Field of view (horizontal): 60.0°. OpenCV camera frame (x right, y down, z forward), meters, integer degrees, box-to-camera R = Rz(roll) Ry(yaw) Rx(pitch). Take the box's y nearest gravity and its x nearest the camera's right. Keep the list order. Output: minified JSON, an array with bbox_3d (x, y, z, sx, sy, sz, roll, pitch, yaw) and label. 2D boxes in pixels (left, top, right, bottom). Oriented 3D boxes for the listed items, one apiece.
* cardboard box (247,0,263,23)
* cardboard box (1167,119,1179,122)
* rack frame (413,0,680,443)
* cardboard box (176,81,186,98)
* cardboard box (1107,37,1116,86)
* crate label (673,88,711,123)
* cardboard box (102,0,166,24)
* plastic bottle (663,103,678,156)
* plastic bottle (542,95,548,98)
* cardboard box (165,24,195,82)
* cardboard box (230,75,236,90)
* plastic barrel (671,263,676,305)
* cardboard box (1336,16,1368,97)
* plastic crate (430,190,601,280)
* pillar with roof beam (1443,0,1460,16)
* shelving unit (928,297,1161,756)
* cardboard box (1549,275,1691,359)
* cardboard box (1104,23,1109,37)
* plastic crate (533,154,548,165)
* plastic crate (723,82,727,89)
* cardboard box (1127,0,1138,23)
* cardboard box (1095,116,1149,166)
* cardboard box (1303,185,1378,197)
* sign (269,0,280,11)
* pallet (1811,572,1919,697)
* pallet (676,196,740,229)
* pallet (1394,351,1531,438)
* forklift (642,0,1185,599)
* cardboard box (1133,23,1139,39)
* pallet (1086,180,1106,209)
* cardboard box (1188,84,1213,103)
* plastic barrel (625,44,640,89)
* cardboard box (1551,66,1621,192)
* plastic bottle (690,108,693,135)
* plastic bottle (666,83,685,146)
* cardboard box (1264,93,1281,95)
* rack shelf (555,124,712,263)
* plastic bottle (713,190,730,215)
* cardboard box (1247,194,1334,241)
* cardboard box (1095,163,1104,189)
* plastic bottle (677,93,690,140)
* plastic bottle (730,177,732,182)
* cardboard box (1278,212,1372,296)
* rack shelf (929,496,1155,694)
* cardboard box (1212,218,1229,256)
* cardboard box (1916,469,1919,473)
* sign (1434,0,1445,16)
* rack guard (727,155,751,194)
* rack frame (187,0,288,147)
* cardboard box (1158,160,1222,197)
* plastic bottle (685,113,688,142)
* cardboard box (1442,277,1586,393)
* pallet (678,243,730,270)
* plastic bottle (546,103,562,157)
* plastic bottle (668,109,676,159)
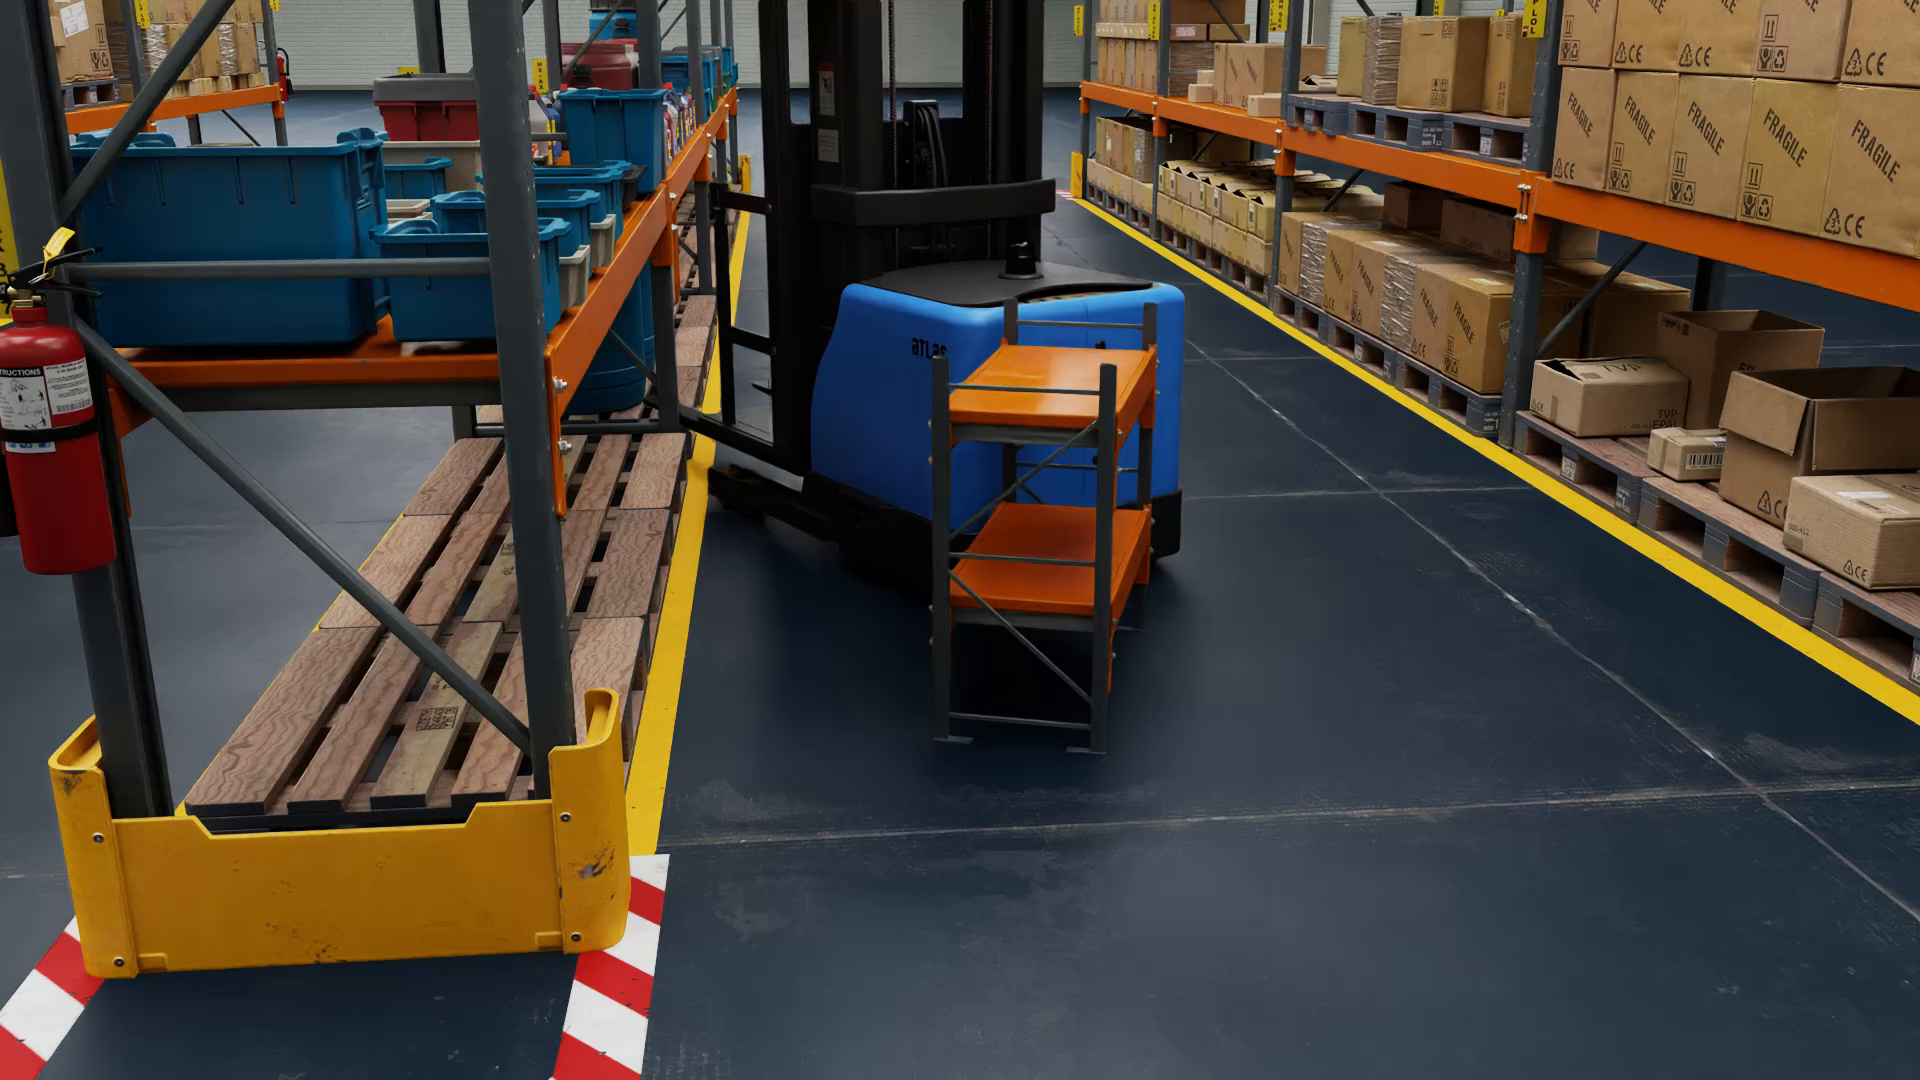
[{"bbox_3d":[-7.652,-5.672,17.404,0.500,0.500,0.500,-2,18,-6],"label":"cardboard box"},{"bbox_3d":[2.369,-4.265,17.892,0.500,0.500,0.500,-2,18,-6],"label":"cardboard box"},{"bbox_3d":[-1.790,-1.740,7.211,1.000,3.000,0.127,-2,18,-6],"label":"rack frame"},{"bbox_3d":[-7.366,-4.146,15.296,0.380,0.149,0.250,-2,18,-6],"label":"cardboard box"},{"bbox_3d":[1.994,-5.219,18.125,0.700,0.500,0.500,-1,17,-4],"label":"cardboard box"},{"bbox_3d":[-1.873,-2.989,11.468,0.303,0.233,0.416,-2,18,-6],"label":"crate label"},{"bbox_3d":[-7.335,-4.779,14.558,0.500,0.500,0.500,-2,18,-6],"label":"cardboard box"},{"bbox_3d":[-1.578,-2.175,8.805,0.152,0.276,0.135,-2,18,-6],"label":"plastic bottle"},{"bbox_3d":[-2.409,-2.449,9.686,0.097,0.271,0.097,0,17,0],"label":"plastic bottle"},{"bbox_3d":[-7.543,-4.446,15.167,0.875,0.500,0.500,-2,18,-6],"label":"cardboard box"},{"bbox_3d":[-7.622,-4.665,16.949,0.380,0.149,0.250,-2,18,-6],"label":"cardboard box"},{"bbox_3d":[-1.988,-1.634,10.327,0.421,0.512,0.421,0,17,0],"label":"plastic barrel"},{"bbox_3d":[2.902,-3.147,10.826,0.700,0.500,0.500,-8,19,-24],"label":"cardboard box"},{"bbox_3d":[-1.143,-0.777,4.322,0.416,0.233,0.300,-2,18,-6],"label":"plastic crate"},{"bbox_3d":[2.858,-9.956,23.366,9.100,9.000,0.400,-2,18,-6],"label":"pillar with roof beam"},{"bbox_3d":[0.281,-0.092,5.092,0.538,1.125,1.048,4,18,12],"label":"shelving unit"},{"bbox_3d":[3.330,-1.061,8.486,0.500,0.500,0.500,-3,18,-8],"label":"cardboard box"},{"bbox_3d":[1.780,-5.547,18.090,0.380,0.149,0.250,-2,18,-5],"label":"cardboard box"},{"bbox_3d":[-1.884,-1.499,6.785,0.396,0.136,0.243,-2,18,-6],"label":"plastic crate"},{"bbox_3d":[-2.543,-4.253,15.321,0.767,0.338,0.504,-2,18,-6],"label":"plastic crate"},{"bbox_3d":[2.105,-5.522,16.926,0.700,0.500,0.500,-2,18,-6],"label":"cardboard box"},{"bbox_3d":[1.787,-4.398,18.314,0.500,0.500,0.500,-2,18,-6],"label":"cardboard box"},{"bbox_3d":[2.900,-2.561,12.779,0.500,0.311,0.500,-2,18,-7],"label":"cardboard box"},{"bbox_3d":[-7.400,-5.876,17.926,0.100,0.325,0.005,-2,18,-6],"label":"sign"},{"bbox_3d":[3.459,0.371,5.145,1.003,0.211,1.213,-2,18,-6],"label":"pallet"},{"bbox_3d":[-2.772,-3.358,17.022,1.003,0.211,1.213,-2,18,-6],"label":"pallet"},{"bbox_3d":[3.016,-0.802,8.880,1.003,0.211,1.213,-2,18,-6],"label":"pallet"},{"bbox_3d":[-0.423,-1.571,6.787,1.130,2.935,3.031,-12,21,-33],"label":"forklift"},{"bbox_3d":[1.942,-5.085,16.616,0.380,0.149,0.250,-1,17,-4],"label":"cardboard box"},{"bbox_3d":[2.020,-3.910,18.778,1.003,0.211,1.213,-2,18,-6],"label":"pallet"},{"bbox_3d":[2.200,-3.885,14.463,0.380,0.149,0.250,-2,18,-6],"label":"cardboard box"},{"bbox_3d":[-2.565,-3.410,12.345,0.421,0.512,0.421,0,17,0],"label":"plastic barrel"},{"bbox_3d":[2.919,-1.779,7.169,0.500,0.500,0.500,-1,17,-4],"label":"cardboard box"},{"bbox_3d":[-1.719,-2.626,10.364,0.097,0.201,0.097,0,17,0],"label":"plastic bottle"},{"bbox_3d":[-1.644,-2.411,9.432,0.144,0.351,0.185,-2,18,-6],"label":"plastic bottle"},{"bbox_3d":[2.537,-3.342,12.733,0.380,0.149,0.250,0,17,-2],"label":"cardboard box"},{"bbox_3d":[-1.996,-1.992,9.216,1.077,0.370,4.000,-2,18,-6],"label":"rack shelf"},{"bbox_3d":[-2.272,-3.238,15.794,0.152,0.276,0.135,-1,17,-4],"label":"plastic bottle"},{"bbox_3d":[2.426,-2.388,12.228,0.500,0.311,0.500,-1,17,-4],"label":"cardboard box"},{"bbox_3d":[1.789,-4.040,18.426,0.500,0.250,0.500,-2,18,-6],"label":"cardboard box"},{"bbox_3d":[-1.679,-2.543,9.984,0.097,0.271,0.097,0,17,0],"label":"plastic bottle"},{"bbox_3d":[-2.389,-3.574,16.867,0.152,0.276,0.135,-2,18,-7],"label":"plastic bottle"},{"bbox_3d":[2.487,-1.956,11.339,0.500,0.500,0.500,-1,17,-3],"label":"cardboard box"},{"bbox_3d":[0.281,0.141,5.165,0.538,0.278,1.000,4,18,12],"label":"rack shelf"},{"bbox_3d":[2.322,-2.424,13.281,0.500,0.250,0.500,-1,17,-4],"label":"cardboard box"},{"bbox_3d":[3.673,-0.067,5.737,0.500,0.250,0.500,-2,18,-6],"label":"cardboard box"},{"bbox_3d":[3.264,-3.618,11.391,0.100,0.325,0.005,-2,18,-6],"label":"sign"},{"bbox_3d":[-2.973,-4.101,18.905,1.175,0.500,0.348,-2,18,-6],"label":"rack guard"},{"bbox_3d":[-7.954,-5.162,18.111,1.000,3.000,0.127,-2,18,-6],"label":"rack frame"},{"bbox_3d":[2.107,-3.300,15.135,0.500,0.311,0.500,-2,18,-5],"label":"cardboard box"},{"bbox_3d":[-1.659,-2.452,9.810,0.097,0.201,0.097,0,17,0],"label":"plastic bottle"},{"bbox_3d":[2.801,-1.047,8.443,0.500,0.500,0.500,-2,18,-6],"label":"cardboard box"},{"bbox_3d":[-2.366,-2.196,13.318,1.003,0.211,1.213,-2,18,-6],"label":"pallet"},{"bbox_3d":[-2.157,-2.163,8.775,0.097,0.271,0.097,0,17,0],"label":"plastic bottle"},{"bbox_3d":[-1.554,-2.106,8.585,0.152,0.276,0.135,-2,18,-6],"label":"plastic bottle"}]
